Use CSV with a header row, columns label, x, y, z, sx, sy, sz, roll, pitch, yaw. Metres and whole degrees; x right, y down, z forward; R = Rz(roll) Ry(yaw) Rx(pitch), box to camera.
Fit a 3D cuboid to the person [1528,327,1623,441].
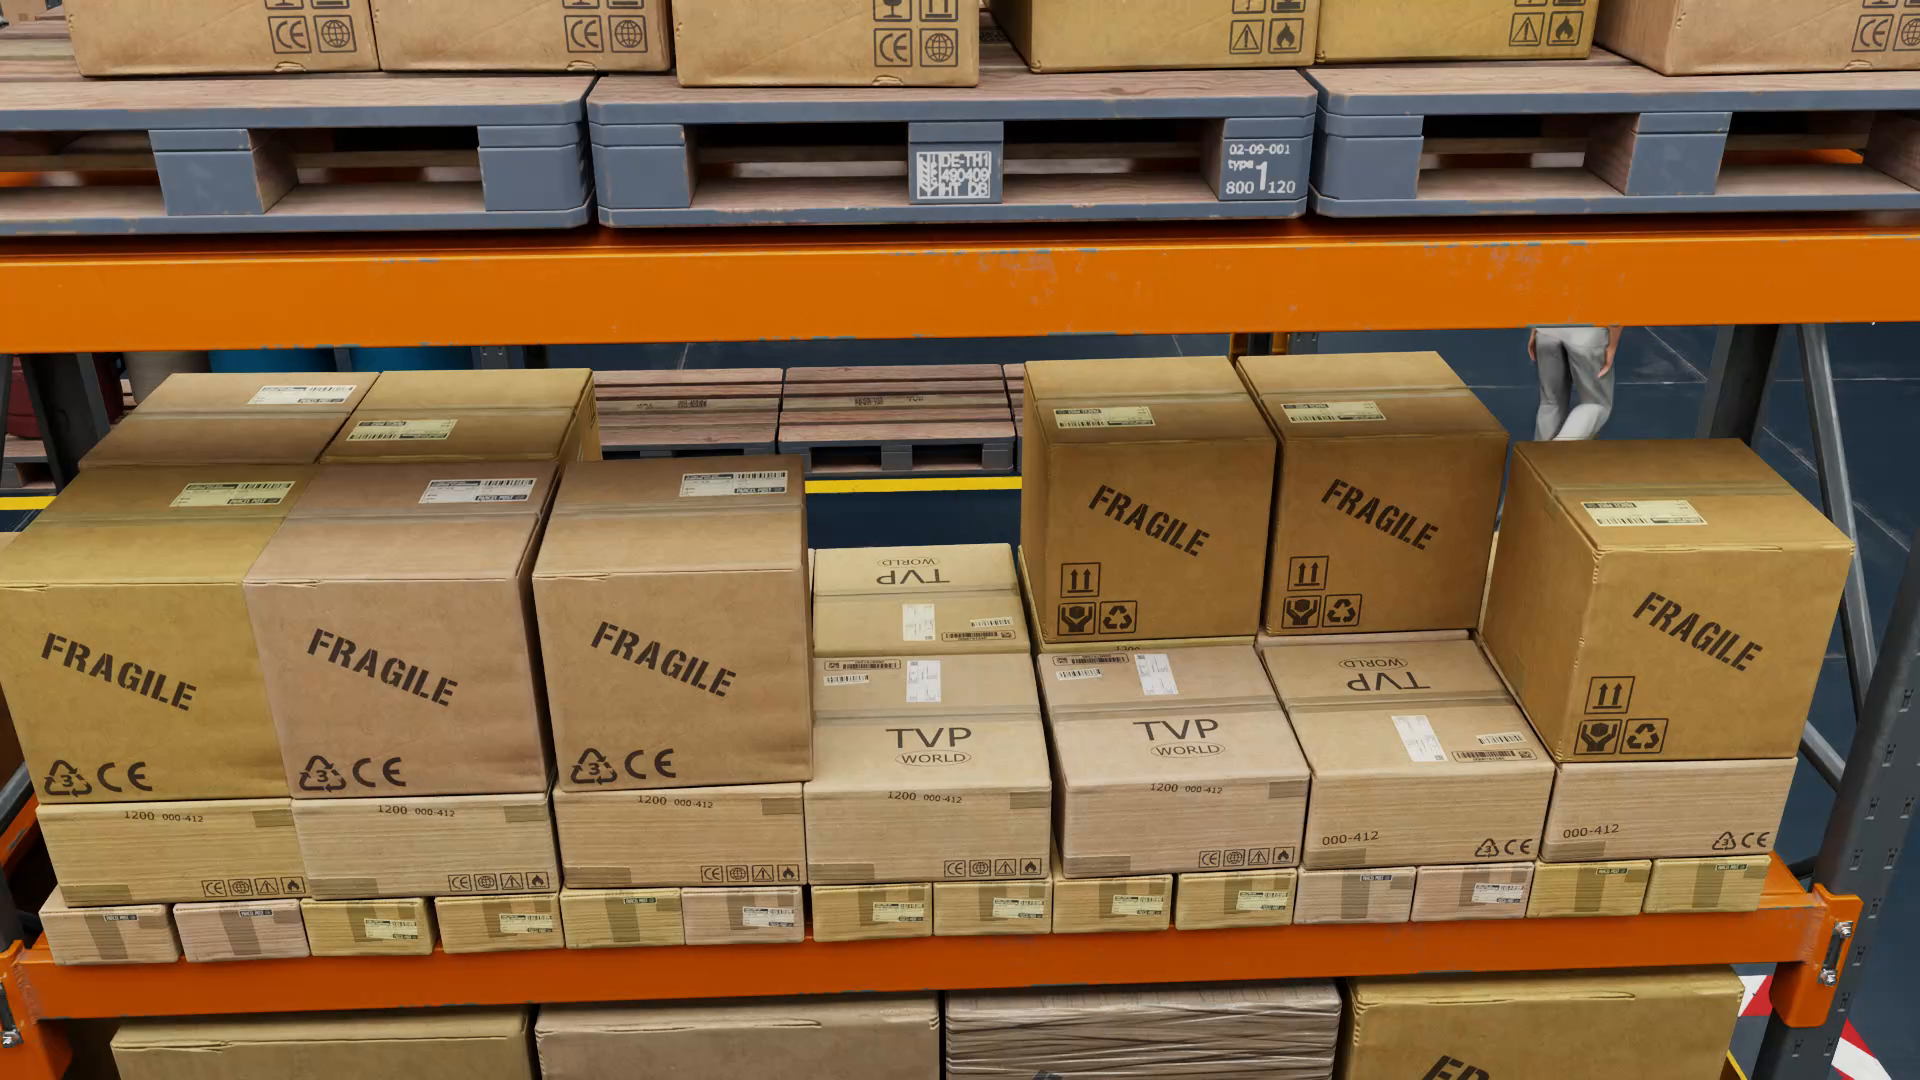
label,x,y,z,sx,sy,sz,roll,pitch,yaw
person,2.887,-0.930,7.856,0.443,1.657,0.597,21,34,34
